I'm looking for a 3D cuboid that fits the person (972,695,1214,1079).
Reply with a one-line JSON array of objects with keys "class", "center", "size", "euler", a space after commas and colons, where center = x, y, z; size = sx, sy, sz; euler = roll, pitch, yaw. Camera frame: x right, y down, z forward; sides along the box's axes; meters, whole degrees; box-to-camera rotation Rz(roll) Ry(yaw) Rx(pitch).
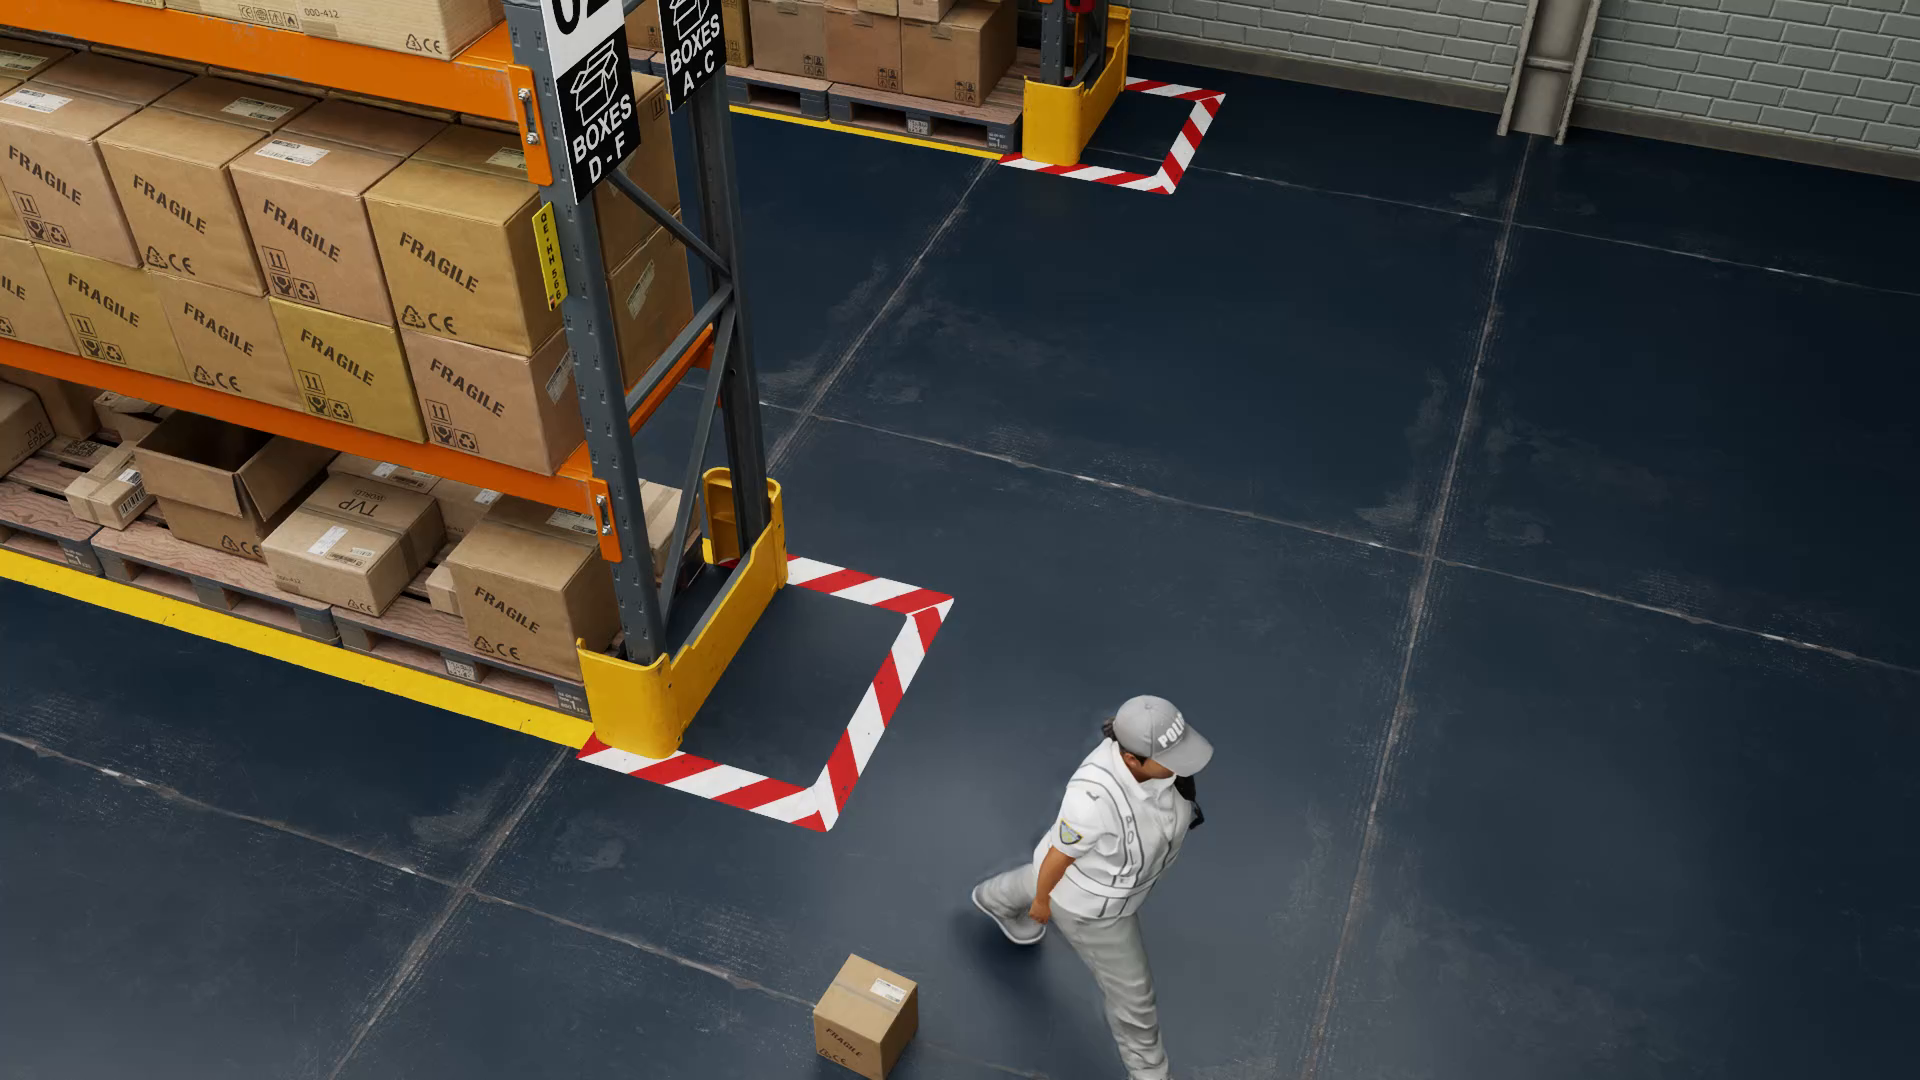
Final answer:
[{"class": "person", "center": [0.433, 0.981, 5.090], "size": [1.075, 1.599, 0.480], "euler": [26, 48, 26]}]
